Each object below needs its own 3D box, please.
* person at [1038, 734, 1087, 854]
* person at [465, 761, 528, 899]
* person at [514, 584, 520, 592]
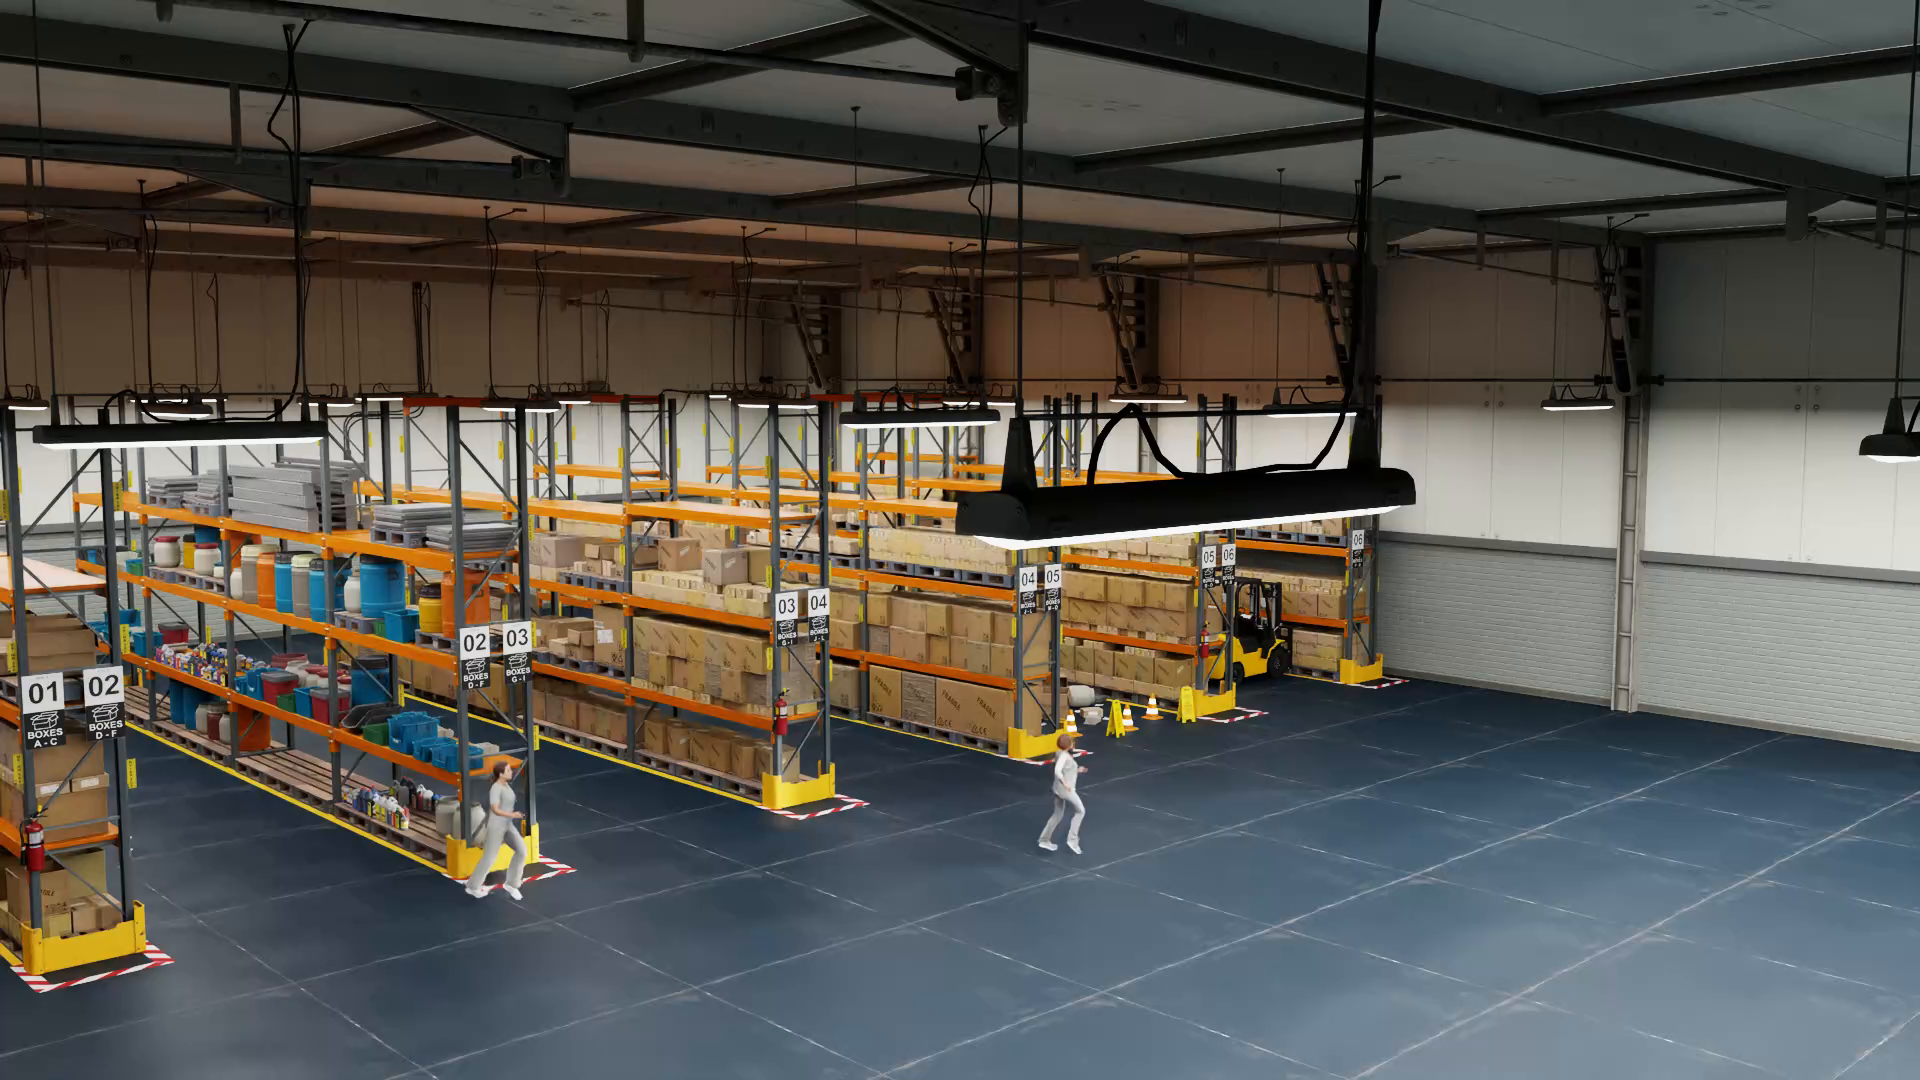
[{"bbox_3d":[1.386,3.397,22.187,0.714,1.639,0.514,-2,6,-20],"label":"person"},{"bbox_3d":[-5.638,3.550,20.330,0.719,1.727,0.603,1,6,5],"label":"person"},{"bbox_3d":[-10.718,1.646,40.459,0.739,1.698,0.760,5,8,43],"label":"person"}]
